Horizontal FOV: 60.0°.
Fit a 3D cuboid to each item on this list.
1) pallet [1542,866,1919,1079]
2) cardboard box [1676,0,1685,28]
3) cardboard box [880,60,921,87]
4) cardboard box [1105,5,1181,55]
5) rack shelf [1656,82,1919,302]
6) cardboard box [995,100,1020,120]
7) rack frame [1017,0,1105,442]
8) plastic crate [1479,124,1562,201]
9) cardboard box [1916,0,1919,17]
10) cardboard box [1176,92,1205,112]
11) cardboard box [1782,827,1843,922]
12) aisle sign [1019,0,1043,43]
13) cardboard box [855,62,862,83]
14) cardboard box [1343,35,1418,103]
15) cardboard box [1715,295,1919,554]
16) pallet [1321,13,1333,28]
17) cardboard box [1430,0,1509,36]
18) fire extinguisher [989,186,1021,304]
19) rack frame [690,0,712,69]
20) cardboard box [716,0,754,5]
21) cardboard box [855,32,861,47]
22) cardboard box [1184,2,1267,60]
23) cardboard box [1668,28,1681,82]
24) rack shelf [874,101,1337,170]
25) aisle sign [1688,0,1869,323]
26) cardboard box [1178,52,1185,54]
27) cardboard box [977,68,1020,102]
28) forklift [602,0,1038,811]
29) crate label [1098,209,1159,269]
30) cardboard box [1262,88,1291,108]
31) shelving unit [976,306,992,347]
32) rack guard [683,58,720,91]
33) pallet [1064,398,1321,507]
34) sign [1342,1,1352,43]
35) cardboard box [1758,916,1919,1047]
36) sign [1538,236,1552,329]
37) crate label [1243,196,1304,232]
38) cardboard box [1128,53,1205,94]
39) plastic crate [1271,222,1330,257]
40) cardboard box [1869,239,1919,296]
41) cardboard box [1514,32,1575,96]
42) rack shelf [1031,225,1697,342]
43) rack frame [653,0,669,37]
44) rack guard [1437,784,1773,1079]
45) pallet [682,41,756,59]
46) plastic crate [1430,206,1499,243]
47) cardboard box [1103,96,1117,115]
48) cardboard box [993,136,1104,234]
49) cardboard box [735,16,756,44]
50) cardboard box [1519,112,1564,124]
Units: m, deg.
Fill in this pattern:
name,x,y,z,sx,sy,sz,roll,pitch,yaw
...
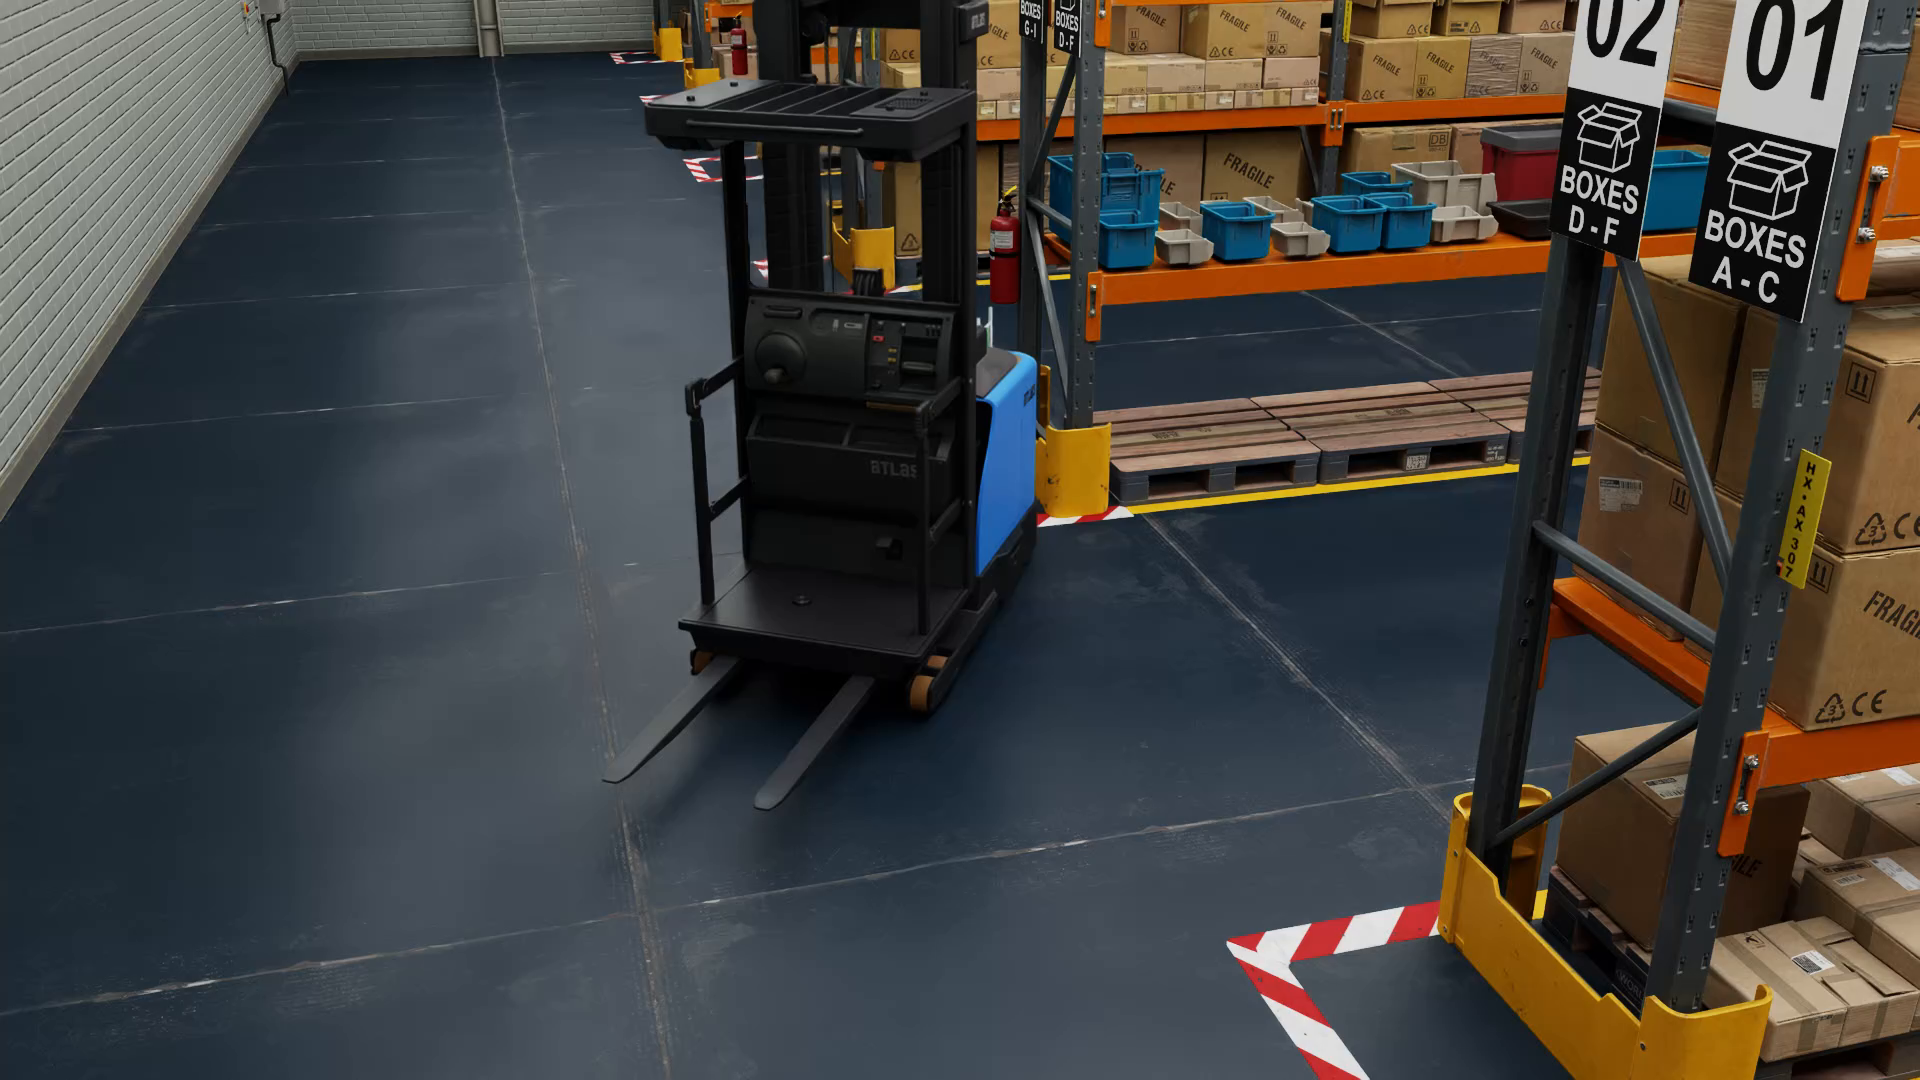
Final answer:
name,x,y,z,sx,sy,sz,roll,pitch,yaw
pallet,2.700,1.331,5.381,1.213,0.211,1.003,-6,24,-14
cardboard box,6.181,-4.906,14.981,0.637,0.503,0.797,-5,24,-13
cardboard box,-0.418,-3.839,13.706,0.500,0.250,0.500,-7,24,-15
cardboard box,1.532,-4.397,14.055,0.500,0.500,0.500,-7,24,-16
rack shelf,3.785,-1.118,4.661,4.000,0.370,1.077,-6,24,-14
cardboard box,0.362,-3.500,13.420,0.250,0.149,0.380,-7,24,-15
rack frame,0.525,-1.739,8.998,0.127,3.000,1.000,-6,24,-14
plastic crate,3.449,-2.222,9.966,0.583,0.464,0.402,-6,24,-14
cardboard box,2.424,-1.353,3.851,0.500,0.250,0.500,-6,24,-14
cardboard box,1.842,-3.663,13.801,0.250,0.149,0.380,-6,24,-13
cardboard box,2.730,1.082,5.460,0.250,0.166,0.380,-6,24,-14
aisle sign,0.376,-3.037,8.726,0.004,0.787,0.394,-6,24,-14
cardboard box,-1.134,-6.701,23.280,0.875,0.438,0.875,-7,24,-16
cardboard box,3.548,-4.045,14.246,0.500,0.500,0.500,-6,24,-14
cardboard box,2.358,-0.310,4.274,0.500,0.500,0.500,-6,24,-13
pallet,3.752,-6.050,19.290,1.213,0.211,1.003,-6,24,-14
cardboard box,4.315,-4.692,14.481,0.637,0.503,0.797,-6,24,-14
fire extinguisher,0.257,-1.688,9.451,0.183,0.674,0.296,-6,24,-14
rack frame,-3.490,-7.381,22.149,0.127,3.000,1.000,-6,24,-14
cardboard box,-2.950,-7.369,21.994,0.500,0.500,0.500,-7,24,-15
cardboard box,-1.148,-5.359,17.753,0.250,0.149,0.380,-7,24,-16
cardboard box,2.184,-4.255,13.725,0.500,0.500,0.500,-6,24,-14
cardboard box,6.481,-4.370,15.004,0.500,0.500,0.500,-6,24,-13
rack shelf,1.112,-3.501,14.018,4.000,0.370,1.077,-6,24,-14
aisle sign,1.873,-0.933,3.825,0.004,0.787,0.394,-6,24,-14
cardboard box,2.035,-4.111,14.340,0.500,0.250,0.500,-6,24,-15
cardboard box,0.221,-3.693,13.366,0.500,0.250,0.500,-7,24,-15
forklift,-0.540,-0.787,6.866,1.130,2.935,3.031,7,24,16
crate label,0.851,-1.590,8.789,0.303,0.233,0.416,-6,24,-14
cardboard box,2.585,-3.745,13.993,0.250,0.149,0.380,-6,24,-13
shelving unit,-0.109,-0.624,8.681,0.503,1.200,0.258,7,24,16
rack guard,-3.513,-6.230,22.636,0.348,0.500,1.175,-6,24,-14
pallet,1.329,-0.530,9.718,1.213,0.211,1.003,-6,24,-14
sign,3.189,-4.269,13.696,0.005,0.325,0.100,-6,24,-14
cardboard box,2.596,1.302,4.948,0.250,0.166,0.380,-6,24,-14
sign,1.728,-0.748,4.819,0.005,0.325,0.100,-6,24,-14
crate label,1.805,-1.865,9.550,0.243,0.136,0.396,-6,24,-14
cardboard box,1.695,-3.856,13.745,0.500,0.250,0.500,-6,24,-13
plastic crate,1.836,-1.621,8.983,0.298,0.136,0.250,-6,24,-14
cardboard box,2.700,-0.569,4.877,0.500,0.500,0.500,-6,24,-13
cardboard box,5.010,-4.209,14.629,0.500,0.500,0.500,-6,24,-13
rack shelf,2.450,-1.621,9.636,4.000,0.370,1.077,-6,24,-14
rack frame,-4.835,-9.265,26.540,0.127,3.000,1.000,-6,24,-14
rack guard,1.932,1.283,5.126,0.348,0.500,1.175,-6,24,-14
pallet,-3.994,-8.077,27.307,1.213,0.211,1.003,-6,24,-14
plastic crate,2.781,-1.771,9.332,0.466,0.136,0.293,-6,24,-14
cardboard box,1.098,-3.580,13.609,0.250,0.149,0.380,-7,24,-16
cardboard box,0.658,-3.031,14.172,0.875,0.875,0.875,-6,24,-14
cardboard box,-3.387,-8.415,27.195,0.500,0.500,0.700,-5,24,-12
cardboard box,5.359,-3.530,15.335,0.875,0.875,1.225,-6,24,-14
